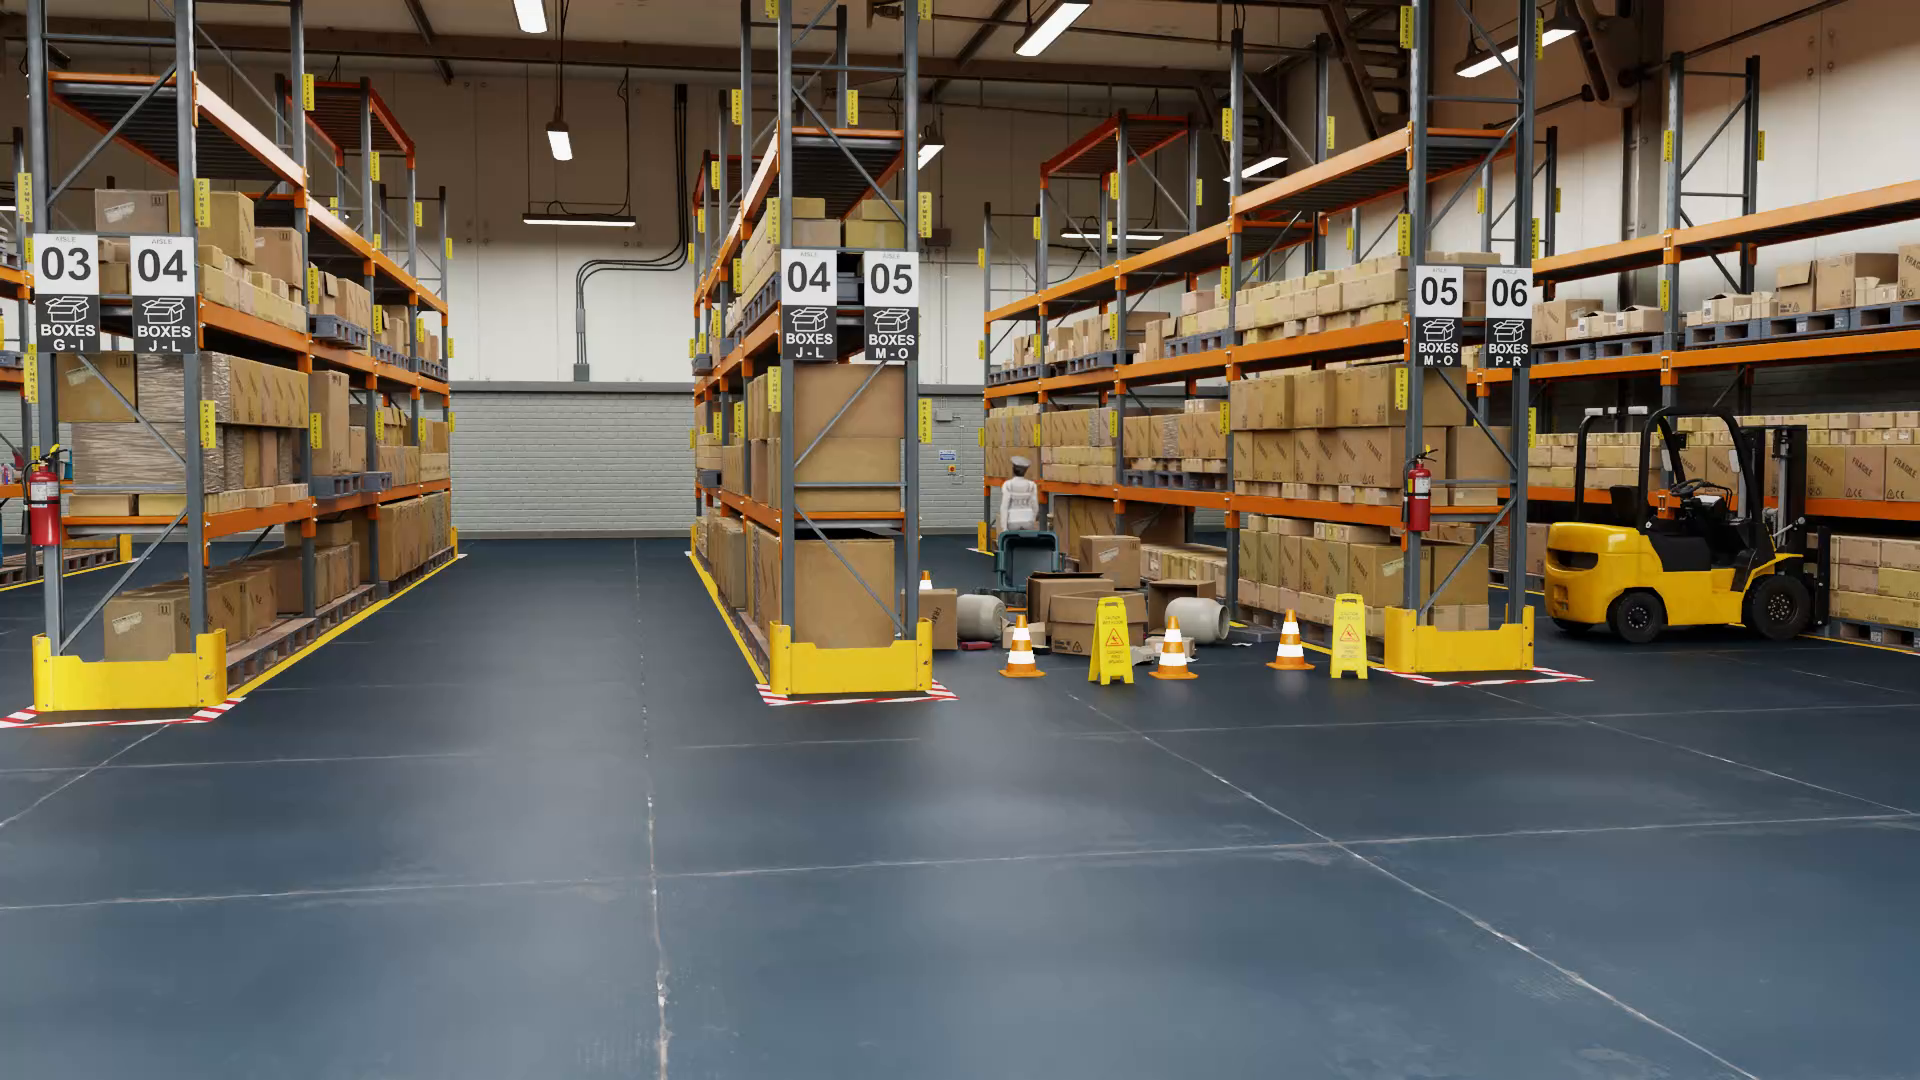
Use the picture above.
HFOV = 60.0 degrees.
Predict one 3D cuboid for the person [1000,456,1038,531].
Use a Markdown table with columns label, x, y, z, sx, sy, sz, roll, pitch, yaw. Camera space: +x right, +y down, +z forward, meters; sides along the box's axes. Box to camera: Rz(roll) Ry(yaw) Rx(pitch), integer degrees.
| label | x | y | z | sx | sy | sz | roll | pitch | yaw |
| --- | --- | --- | --- | --- | --- | --- | --- | --- | --- |
| person | 0.696 | -0.176 | 19.831 | 0.482 | 1.660 | 0.922 | 0 | 3 | -4 |
